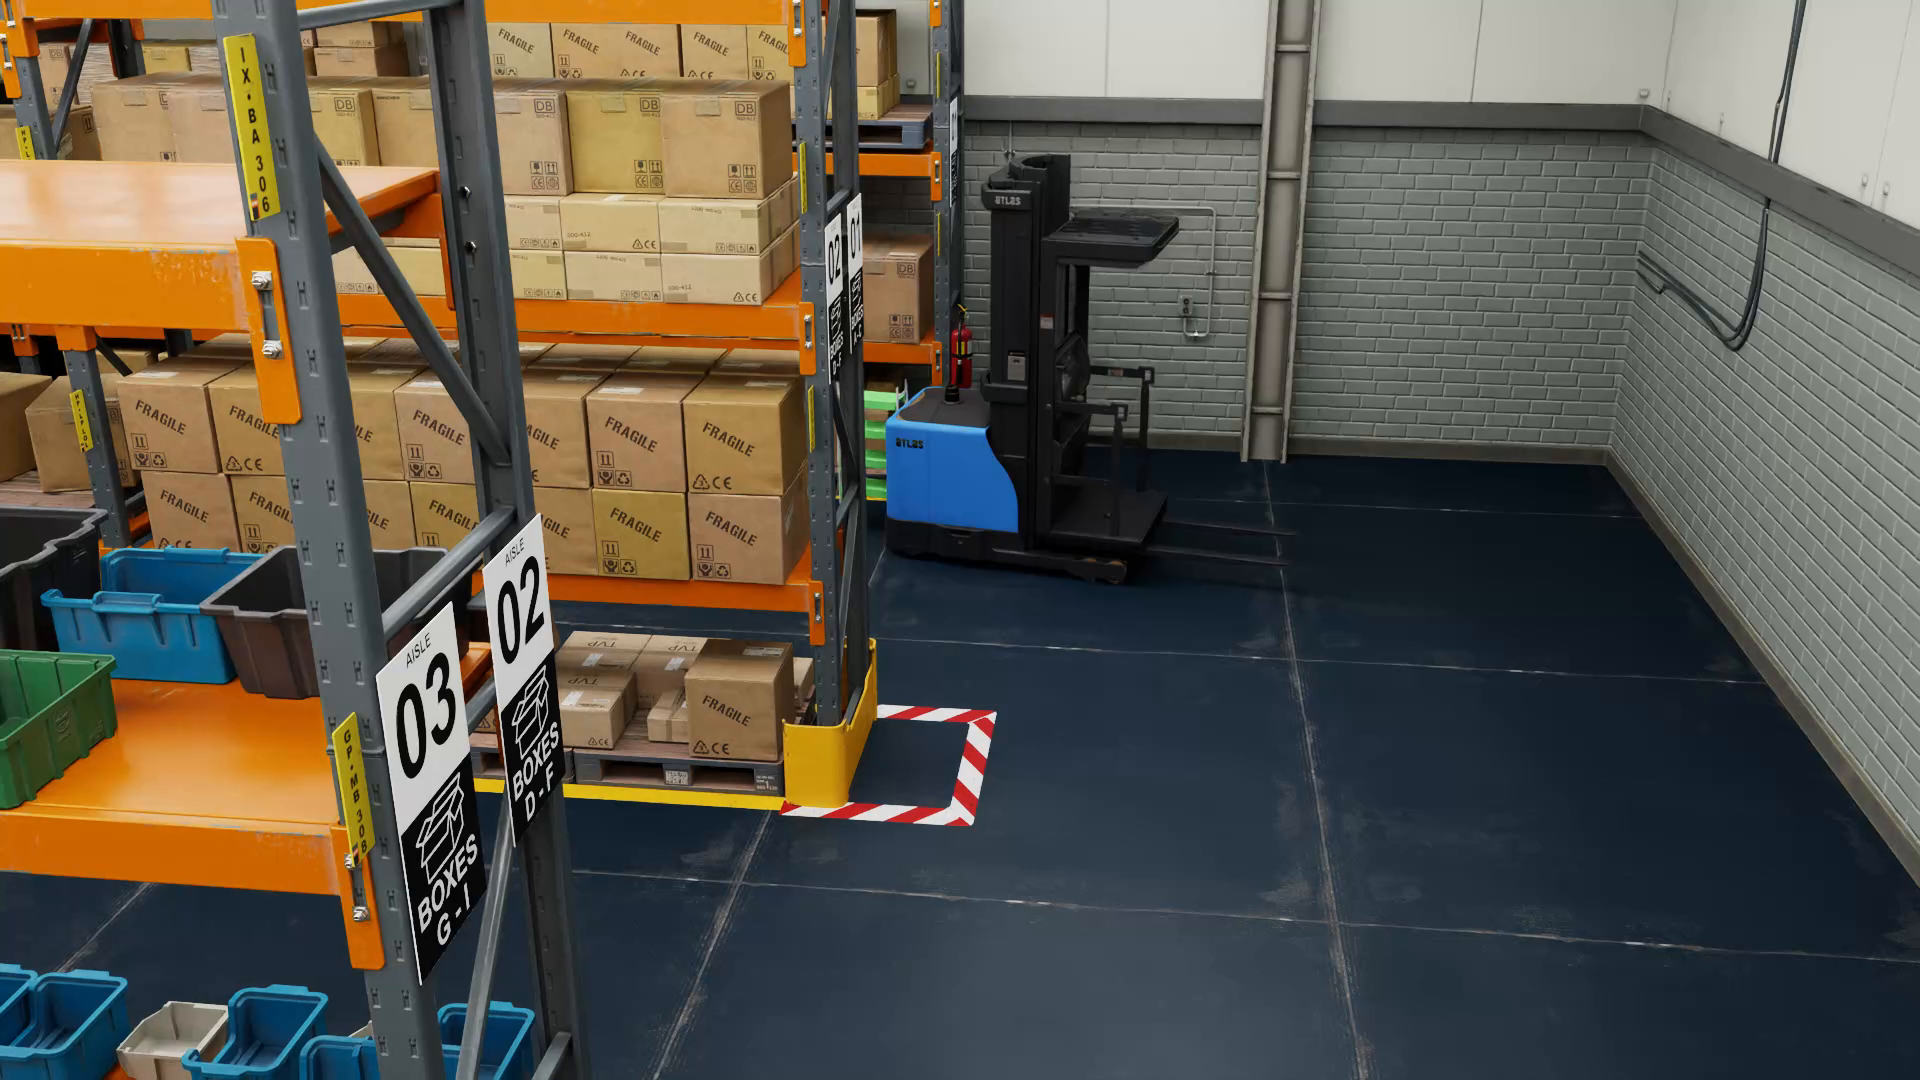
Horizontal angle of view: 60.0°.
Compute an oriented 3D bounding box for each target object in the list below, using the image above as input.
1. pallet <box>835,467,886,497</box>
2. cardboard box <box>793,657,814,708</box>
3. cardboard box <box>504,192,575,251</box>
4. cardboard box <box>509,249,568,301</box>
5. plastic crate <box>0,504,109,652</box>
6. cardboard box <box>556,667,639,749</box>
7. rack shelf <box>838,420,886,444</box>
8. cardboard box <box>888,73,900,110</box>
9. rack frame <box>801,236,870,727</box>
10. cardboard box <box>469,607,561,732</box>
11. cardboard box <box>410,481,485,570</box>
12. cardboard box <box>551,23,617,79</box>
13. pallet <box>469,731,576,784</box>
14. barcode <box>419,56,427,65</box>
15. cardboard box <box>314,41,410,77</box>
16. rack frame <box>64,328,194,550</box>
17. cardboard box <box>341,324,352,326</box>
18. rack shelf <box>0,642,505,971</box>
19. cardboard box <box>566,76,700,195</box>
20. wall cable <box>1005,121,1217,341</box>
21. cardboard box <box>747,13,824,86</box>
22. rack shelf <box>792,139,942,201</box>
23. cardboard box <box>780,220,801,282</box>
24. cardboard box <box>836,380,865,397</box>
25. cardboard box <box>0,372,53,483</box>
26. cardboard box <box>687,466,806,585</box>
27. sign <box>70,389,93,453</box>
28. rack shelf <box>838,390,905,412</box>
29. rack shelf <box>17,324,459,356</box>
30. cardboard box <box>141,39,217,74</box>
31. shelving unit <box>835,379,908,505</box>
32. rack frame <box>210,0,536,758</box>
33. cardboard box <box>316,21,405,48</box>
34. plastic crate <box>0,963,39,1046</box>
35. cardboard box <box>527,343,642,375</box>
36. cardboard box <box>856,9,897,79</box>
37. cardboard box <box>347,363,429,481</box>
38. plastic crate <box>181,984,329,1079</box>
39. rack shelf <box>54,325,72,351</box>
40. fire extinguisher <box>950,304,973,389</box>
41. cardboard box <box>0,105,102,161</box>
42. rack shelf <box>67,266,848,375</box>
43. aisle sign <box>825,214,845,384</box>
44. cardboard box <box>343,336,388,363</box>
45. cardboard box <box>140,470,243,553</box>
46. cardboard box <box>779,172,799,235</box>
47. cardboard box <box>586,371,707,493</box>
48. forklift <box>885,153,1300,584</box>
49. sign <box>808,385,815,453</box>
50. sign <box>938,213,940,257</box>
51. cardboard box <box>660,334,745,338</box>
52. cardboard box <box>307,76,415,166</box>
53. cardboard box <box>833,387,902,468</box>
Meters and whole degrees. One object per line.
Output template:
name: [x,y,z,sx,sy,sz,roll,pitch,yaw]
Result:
pallet: [-0.888,-0.645,14.285,1.213,0.211,1.003,2,22,6]
cardboard box: [-1.039,0.850,9.988,0.250,0.149,0.380,2,22,6]
cardboard box: [-2.196,-1.659,8.499,0.500,0.250,0.500,2,22,6]
cardboard box: [-2.198,-1.421,8.578,0.500,0.250,0.500,2,22,6]
plastic crate: [-2.735,0.149,4.489,0.767,0.338,0.504,2,22,6]
cardboard box: [-2.172,0.961,9.570,0.500,0.250,0.500,2,22,6]
rack shelf: [-0.679,-0.828,12.924,0.480,0.148,0.258,6,22,16]
cardboard box: [-0.780,-3.624,13.444,0.500,0.250,0.500,4,22,9]
rack frame: [-0.664,-0.127,9.182,0.127,3.000,1.000,2,22,6]
cardboard box: [-2.770,0.735,9.797,0.637,0.503,0.797,2,22,6]
cardboard box: [-2.651,-0.160,9.129,0.500,0.500,0.500,2,22,6]
cardboard box: [-2.871,-3.872,13.050,0.500,0.500,0.500,2,22,5]
pallet: [-2.739,1.079,9.925,1.213,0.211,1.003,2,22,6]
barcode: [-4.467,-3.990,13.839,0.075,0.075,0.001,4,22,11]
cardboard box: [-4.918,-3.833,13.742,0.500,0.500,0.700,1,22,3]
rack frame: [-4.636,-0.300,9.619,0.127,3.000,1.000,2,22,6]
cardboard box: [-5.200,-1.933,14.063,0.250,0.149,0.380,3,22,6]
rack shelf: [-3.236,0.534,4.407,4.000,0.370,1.077,2,22,6]
cardboard box: [-1.662,-2.102,8.602,0.500,0.500,0.700,2,22,6]
wall cable: [1.299,-2.698,14.303,1.851,1.984,0.084,2,22,6]
cardboard box: [-1.339,-3.809,12.892,0.500,0.500,0.500,3,22,8]
rack shelf: [-2.070,-3.083,13.556,4.000,0.370,1.077,2,22,6]
cardboard box: [-1.144,-1.567,8.949,0.500,0.250,0.500,2,22,6]
cardboard box: [-0.940,-1.203,13.850,0.250,0.149,0.380,2,22,6]
cardboard box: [-5.770,-0.651,9.799,0.500,0.500,0.700,6,22,15]
cardboard box: [-1.140,-0.094,8.961,0.500,0.500,0.500,3,22,8]
sign: [-4.698,-0.636,8.894,0.005,0.325,0.100,2,22,6]
rack shelf: [-0.679,-1.052,12.836,0.480,0.148,0.258,6,22,16]
rack shelf: [-6.043,-1.861,14.546,4.000,0.370,1.077,2,22,6]
cardboard box: [-6.460,-3.896,13.899,0.500,0.500,0.700,4,22,9]
shelving unit: [-0.679,-0.665,12.989,0.503,1.200,0.258,6,22,16]
rack frame: [-1.250,-1.109,3.505,0.127,3.000,1.000,2,22,6]
cardboard box: [-4.915,-4.190,13.623,0.500,0.250,0.500,4,22,10]
plastic crate: [-3.062,1.530,5.135,0.300,0.233,0.416,2,22,6]
cardboard box: [-2.090,-0.797,9.381,0.500,0.500,0.500,3,22,7]
cardboard box: [-0.781,-3.971,13.302,0.500,0.500,0.500,2,22,4]
cardboard box: [-3.178,-0.644,8.993,0.500,0.500,0.500,2,22,5]
plastic crate: [-2.110,1.572,5.030,0.300,0.233,0.416,2,22,6]
rack shelf: [-6.622,-1.447,9.419,4.000,0.370,1.077,2,22,6]
fire extinguisher: [0.011,-1.552,13.397,0.183,0.674,0.296,2,22,6]
cardboard box: [-5.127,-2.032,9.077,0.600,0.600,0.600,0,22,1]
rack shelf: [-2.650,-1.274,8.981,4.000,0.370,1.077,2,22,6]
aisle sign: [-0.632,-1.221,8.413,0.004,0.787,0.394,2,22,6]
cardboard box: [-3.594,-0.863,9.547,0.500,0.500,0.500,2,22,5]
cardboard box: [-4.162,-0.225,9.294,0.500,0.500,0.500,3,22,8]
cardboard box: [-1.143,-1.802,8.862,0.500,0.250,0.500,2,22,6]
cardboard box: [-1.640,-0.579,8.829,0.500,0.500,0.500,3,22,8]
forklift: [1.008,-1.260,12.141,3.031,2.935,1.130,6,22,16]
sign: [-0.749,-0.611,8.400,0.005,0.325,0.100,2,22,6]
sign: [-0.162,-2.387,13.001,0.005,0.325,0.100,2,22,6]
cardboard box: [-2.072,-2.158,13.909,0.700,0.700,0.980,1,22,4]
cardboard box: [-3.171,-2.107,8.613,0.500,0.500,0.700,2,22,6]
cardboard box: [-0.791,-0.963,14.123,0.500,0.500,0.700,2,22,6]
